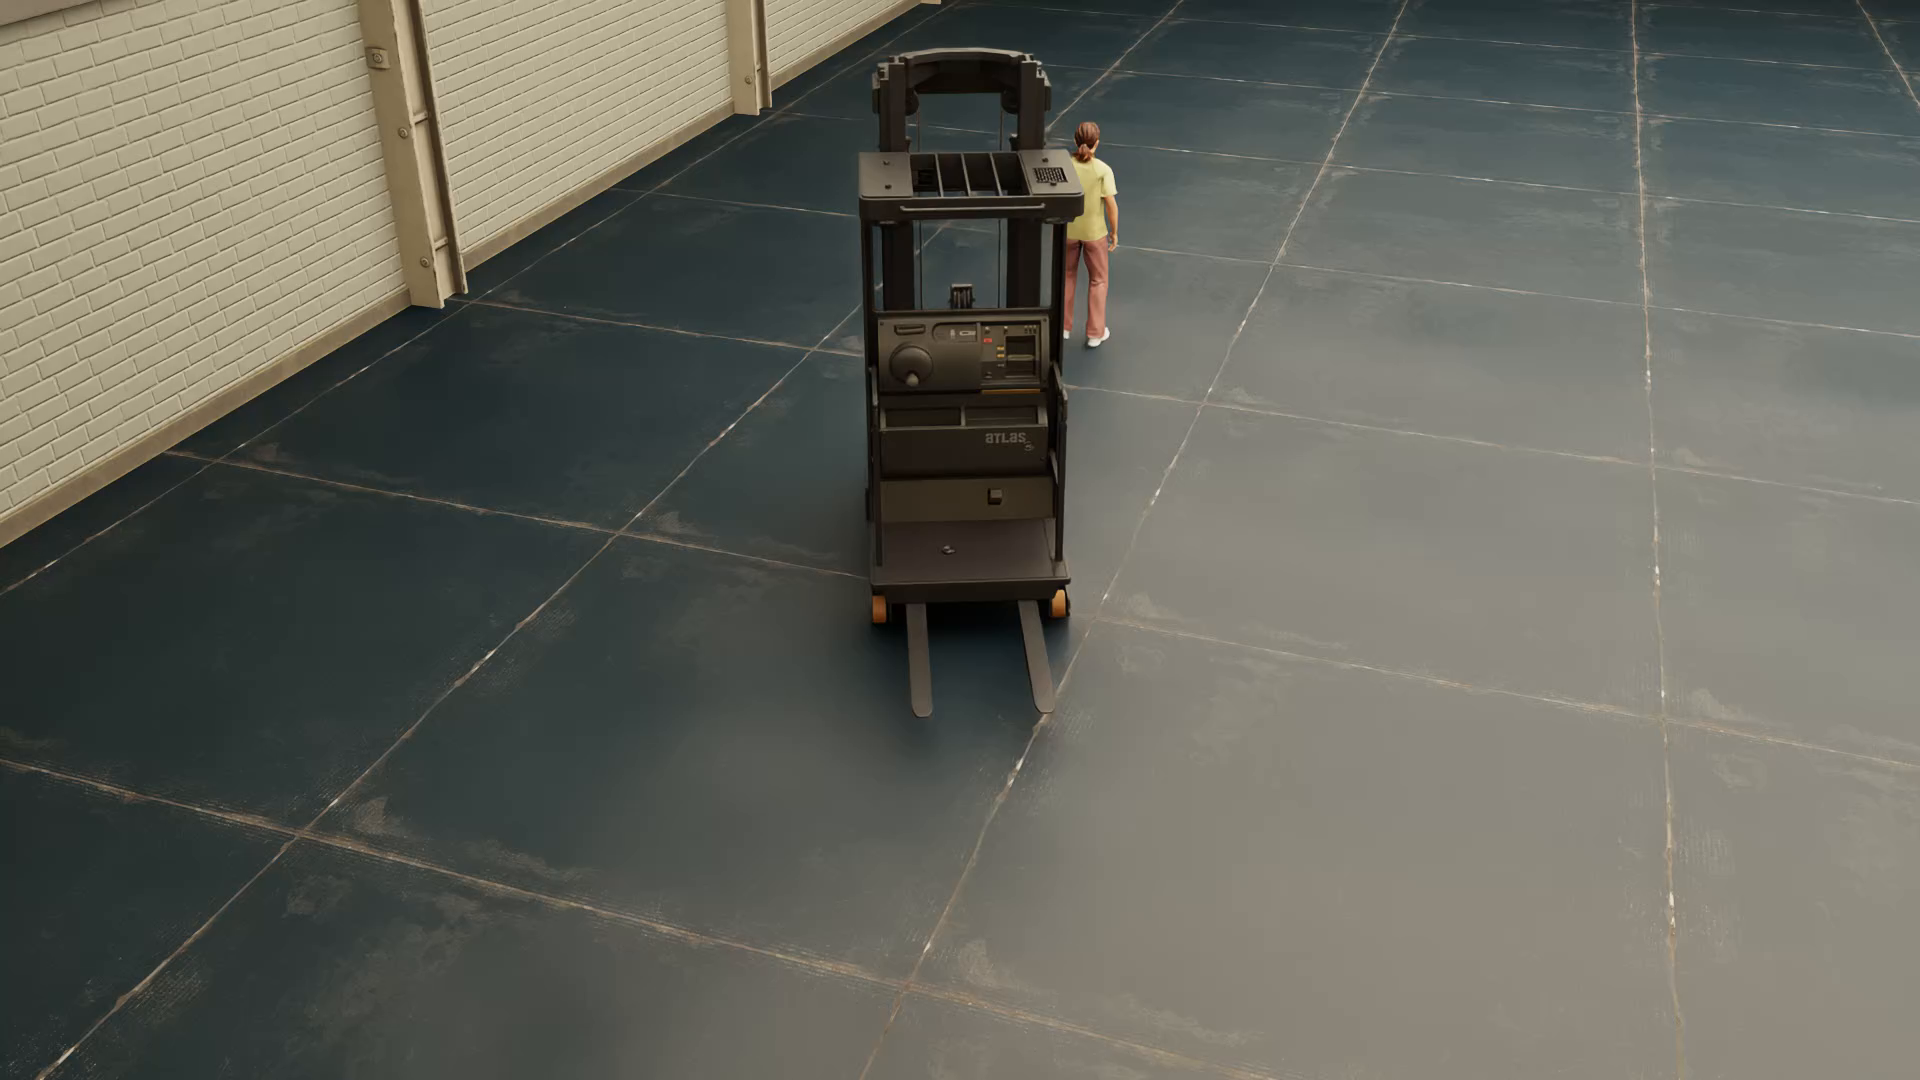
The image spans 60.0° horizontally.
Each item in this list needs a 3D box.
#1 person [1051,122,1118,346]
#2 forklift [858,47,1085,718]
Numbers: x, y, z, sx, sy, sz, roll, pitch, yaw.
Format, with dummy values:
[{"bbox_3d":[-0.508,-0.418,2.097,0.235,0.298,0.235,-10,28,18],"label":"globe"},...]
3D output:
[{"bbox_3d":[0.933,-2.289,12.434,0.515,1.677,0.391,9,31,15],"label":"person"},{"bbox_3d":[0.035,-0.972,8.842,1.130,2.935,3.031,-2,30,-3],"label":"forklift"}]
